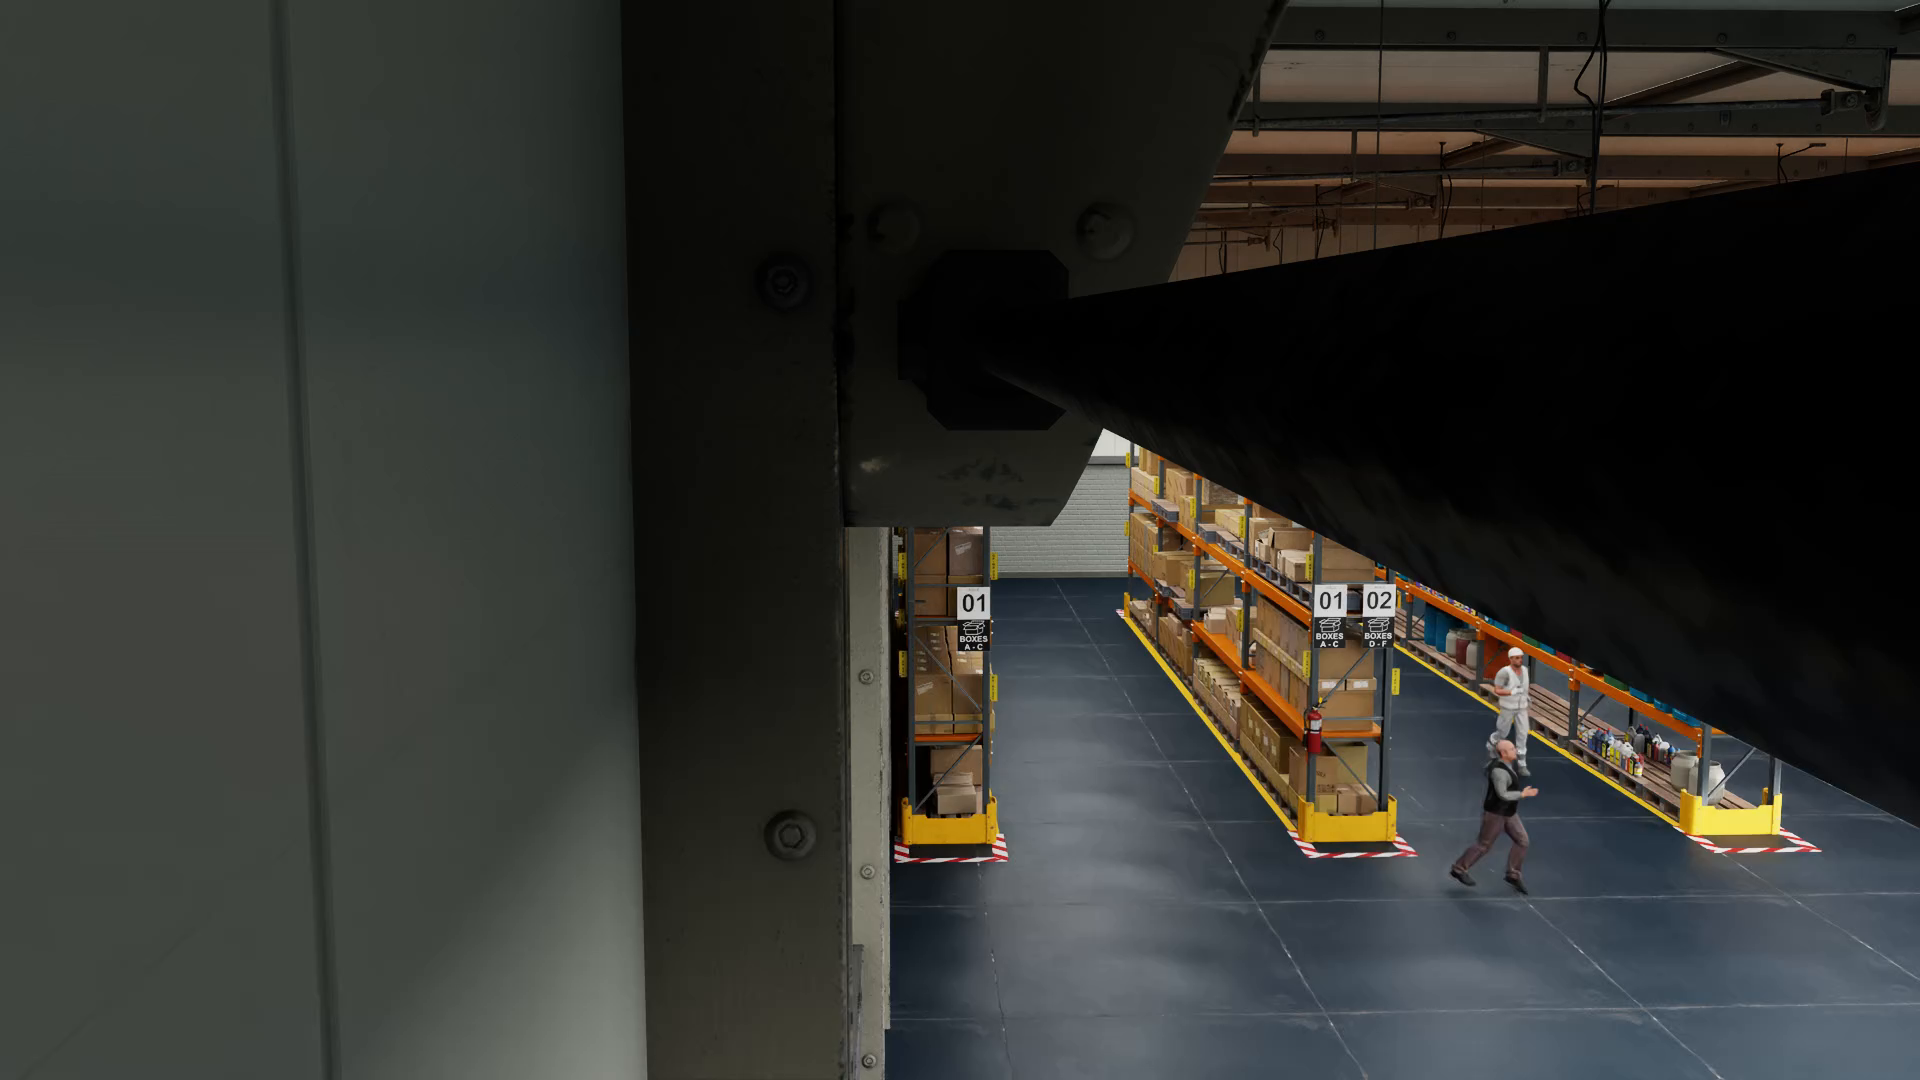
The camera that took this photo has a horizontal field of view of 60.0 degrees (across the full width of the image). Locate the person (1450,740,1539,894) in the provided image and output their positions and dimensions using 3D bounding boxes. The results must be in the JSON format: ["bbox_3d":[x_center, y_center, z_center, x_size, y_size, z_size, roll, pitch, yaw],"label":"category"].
[{"bbox_3d":[6.026,3.099,18.687,0.898,1.770,0.665,4,8,28],"label":"person"}]

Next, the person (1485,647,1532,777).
[{"bbox_3d":[7.842,2.390,23.640,0.664,1.772,0.999,-2,8,-14],"label":"person"}]
